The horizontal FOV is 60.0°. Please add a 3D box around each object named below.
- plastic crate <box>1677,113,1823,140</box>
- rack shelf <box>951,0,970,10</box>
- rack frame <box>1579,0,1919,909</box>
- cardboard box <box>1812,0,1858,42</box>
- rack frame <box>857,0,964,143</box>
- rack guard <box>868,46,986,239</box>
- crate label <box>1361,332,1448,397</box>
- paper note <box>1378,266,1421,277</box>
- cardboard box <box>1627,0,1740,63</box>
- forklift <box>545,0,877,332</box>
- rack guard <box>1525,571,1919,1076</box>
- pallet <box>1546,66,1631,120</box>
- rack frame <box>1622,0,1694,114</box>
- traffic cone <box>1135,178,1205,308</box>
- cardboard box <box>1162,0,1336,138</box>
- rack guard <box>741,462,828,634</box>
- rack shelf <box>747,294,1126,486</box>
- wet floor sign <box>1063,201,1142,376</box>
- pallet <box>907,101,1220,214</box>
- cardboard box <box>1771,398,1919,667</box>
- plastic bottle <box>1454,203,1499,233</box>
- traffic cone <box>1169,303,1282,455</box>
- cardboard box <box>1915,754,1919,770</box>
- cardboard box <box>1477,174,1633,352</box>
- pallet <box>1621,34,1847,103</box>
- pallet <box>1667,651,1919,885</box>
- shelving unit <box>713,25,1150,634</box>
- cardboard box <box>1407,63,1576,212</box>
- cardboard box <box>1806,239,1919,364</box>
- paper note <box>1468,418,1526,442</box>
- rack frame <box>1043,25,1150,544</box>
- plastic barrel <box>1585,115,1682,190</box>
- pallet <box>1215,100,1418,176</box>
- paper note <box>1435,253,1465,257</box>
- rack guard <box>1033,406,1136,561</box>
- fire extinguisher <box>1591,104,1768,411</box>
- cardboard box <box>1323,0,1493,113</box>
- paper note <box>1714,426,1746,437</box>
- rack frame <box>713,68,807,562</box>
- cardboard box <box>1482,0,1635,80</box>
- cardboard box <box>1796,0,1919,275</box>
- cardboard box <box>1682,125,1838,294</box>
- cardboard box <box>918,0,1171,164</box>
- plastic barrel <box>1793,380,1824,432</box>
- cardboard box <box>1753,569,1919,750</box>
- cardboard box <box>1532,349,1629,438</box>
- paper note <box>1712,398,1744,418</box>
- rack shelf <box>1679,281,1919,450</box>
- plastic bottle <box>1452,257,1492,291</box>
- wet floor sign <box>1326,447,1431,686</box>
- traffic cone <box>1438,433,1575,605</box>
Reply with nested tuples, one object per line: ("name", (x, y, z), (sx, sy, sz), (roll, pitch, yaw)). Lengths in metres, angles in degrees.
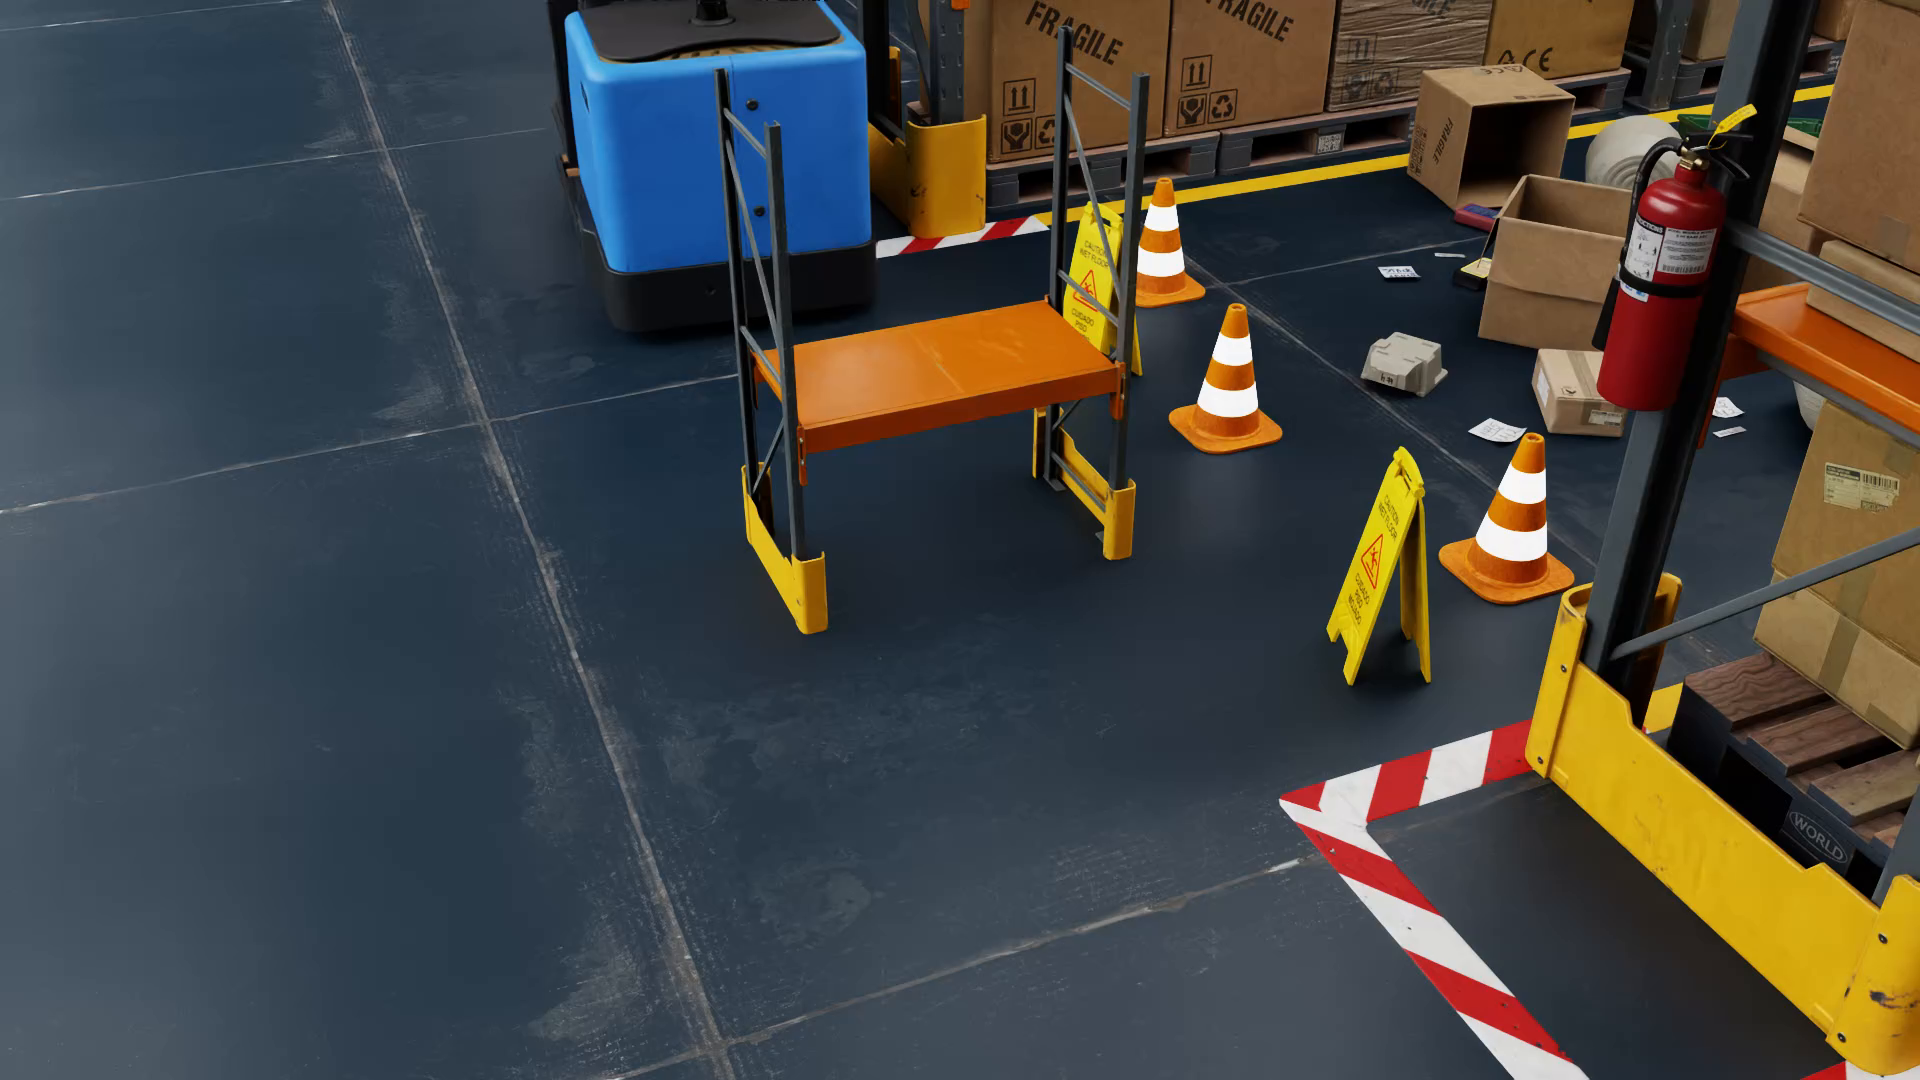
("plastic crate", (3.806, -1.891, 7.932), (0.662, 0.188, 0.450), (4, 23, 6))
("rack shelf", (1.615, -3.017, 7.797), (4.000, 0.370, 1.077), (-13, 35, -19))
("rack frame", (1.780, -0.429, 3.159), (0.127, 3.000, 1.000), (-13, 35, -19))
("cardboard box", (4.887, -3.352, 9.330), (0.750, 0.750, 1.050), (-13, 35, -19))
("rack frame", (-0.229, -2.897, 6.952), (0.127, 3.000, 1.000), (-13, 35, -19))
("rack guard", (-0.252, -1.844, 7.626), (0.348, 0.500, 1.175), (-13, 35, -19))
("crate label", (1.635, -0.652, 6.127), (0.250, 0.136, 0.298), (23, 39, 30))
("paper note", (1.835, -1.120, 6.945), (0.142, 0.017, 0.144), (-2, 33, -2))
("cardboard box", (3.996, -3.151, 9.020), (0.750, 0.750, 1.050), (-13, 35, -19))
("forklift", (-1.251, -2.818, 6.893), (1.130, 2.935, 3.031), (-10, 34, -14))
("rack guard", (1.850, 0.603, 3.865), (0.348, 0.500, 1.175), (-13, 35, -19))
("pallet", (2.727, -2.451, 8.824), (1.213, 0.211, 1.003), (-13, 35, -19))
("rack frame", (3.459, -3.741, 8.250), (0.127, 3.000, 1.000), (-13, 35, -19))
("traffic cone", (0.810, -1.232, 6.718), (0.334, 0.463, 0.336), (-13, 35, -19))
("cardboard box", (1.181, -2.545, 7.975), (0.875, 0.875, 0.875), (-13, 35, -20))
("rack guard", (-0.529, 0.016, 4.996), (0.087, 0.250, 0.587), (-13, 35, -19))
("rack shelf", (-0.079, -0.460, 4.911), (1.000, 0.185, 0.538), (-13, 35, -19))
("wet floor sign", (0.510, -0.908, 6.054), (0.232, 0.644, 0.267), (-19, 38, -27))
("pallet", (0.477, -1.936, 8.032), (1.213, 0.211, 1.003), (-13, 35, -19))
("cardboard box", (2.418, -0.067, 4.051), (0.500, 0.500, 0.500), (-13, 35, -19))
("plastic bottle", (2.349, -1.414, 7.367), (0.133, 0.061, 0.283), (-27, 42, -35))
("traffic cone", (0.934, -0.591, 5.735), (0.334, 0.463, 0.336), (-13, 35, -19))
("cardboard box", (2.631, 0.516, 3.842), (0.500, 0.250, 0.500), (-13, 35, -19))
("cardboard box", (2.419, -1.027, 6.366), (0.797, 0.503, 0.637), (16, 36, 23))
("pallet", (4.141, -2.773, 9.319), (1.213, 0.211, 1.003), (-13, 35, -19))
("pallet", (2.613, 0.570, 4.180), (1.213, 0.211, 1.003), (-13, 35, -19))
("shelving unit", (-0.070, -0.613, 4.816), (1.083, 1.500, 0.587), (-13, 35, -19))
("cardboard box", (2.425, -1.851, 7.634), (0.500, 0.500, 0.500), (-7, 34, -11))
("cardboard box", (2.042, -0.510, 3.514), (0.250, 0.149, 0.380), (-12, 35, -17))
("paper note", (1.881, -0.385, 5.814), (0.142, 0.019, 0.148), (-27, 42, -35))
("rack frame", (0.390, -0.718, 4.978), (0.032, 1.500, 0.500), (-13, 35, -19))
("plastic barrel", (3.006, -1.651, 7.399), (0.421, 0.421, 0.512), (10, 34, 14))
("pallet", (1.601, -2.192, 8.425), (1.213, 0.211, 1.003), (-13, 35, -19))
("paper note", (2.095, -1.218, 7.112), (0.123, 0.001, 0.032), (4, 33, 6))
("rack guard", (0.389, -0.194, 5.319), (0.087, 0.250, 0.587), (-13, 35, -19))
("fire extinguisher", (1.496, -0.604, 3.499), (0.183, 0.674, 0.296), (-13, 35, -19))
("cardboard box", (2.022, -2.737, 8.269), (0.875, 0.875, 0.875), (-13, 35, -19))
("paper note", (2.697, -0.380, 5.824), (0.123, 0.001, 0.032), (-13, 35, -19))
("rack frame", (-0.547, -0.503, 4.648), (0.032, 1.500, 0.500), (-13, 35, -19))
("cardboard box", (2.852, -2.929, 8.565), (0.875, 0.875, 0.875), (-12, 35, -18))
("cardboard box", (2.174, -0.849, 3.440), (0.500, 0.500, 0.500), (-14, 35, -20))
("cardboard box", (3.278, -1.285, 6.639), (0.503, 0.637, 0.797), (-13, 35, -19))
("cardboard box", (0.370, -2.359, 7.688), (0.875, 0.875, 0.875), (-13, 35, -19))
("plastic barrel", (3.098, -0.546, 5.702), (0.421, 0.421, 0.512), (10, 34, 14))
("cardboard box", (2.443, 0.237, 4.272), (0.500, 0.250, 0.500), (-13, 35, -19))
("cardboard box", (2.206, -0.526, 5.923), (0.250, 0.149, 0.380), (4, 33, 6))
("paper note", (2.722, -0.484, 5.977), (0.142, 0.019, 0.148), (-2, 33, -2))
("rack shelf", (3.624, -0.550, 4.004), (4.000, 0.370, 1.077), (-13, 35, -19))
("plastic bottle", (2.182, -1.116, 6.910), (0.283, 0.061, 0.133), (-27, 42, -35))
("wet floor sign", (1.191, 0.060, 4.566), (0.232, 0.644, 0.267), (-2, 33, -2))
("traffic cone", (1.677, -0.105, 4.987), (0.334, 0.463, 0.336), (-13, 35, -19))
